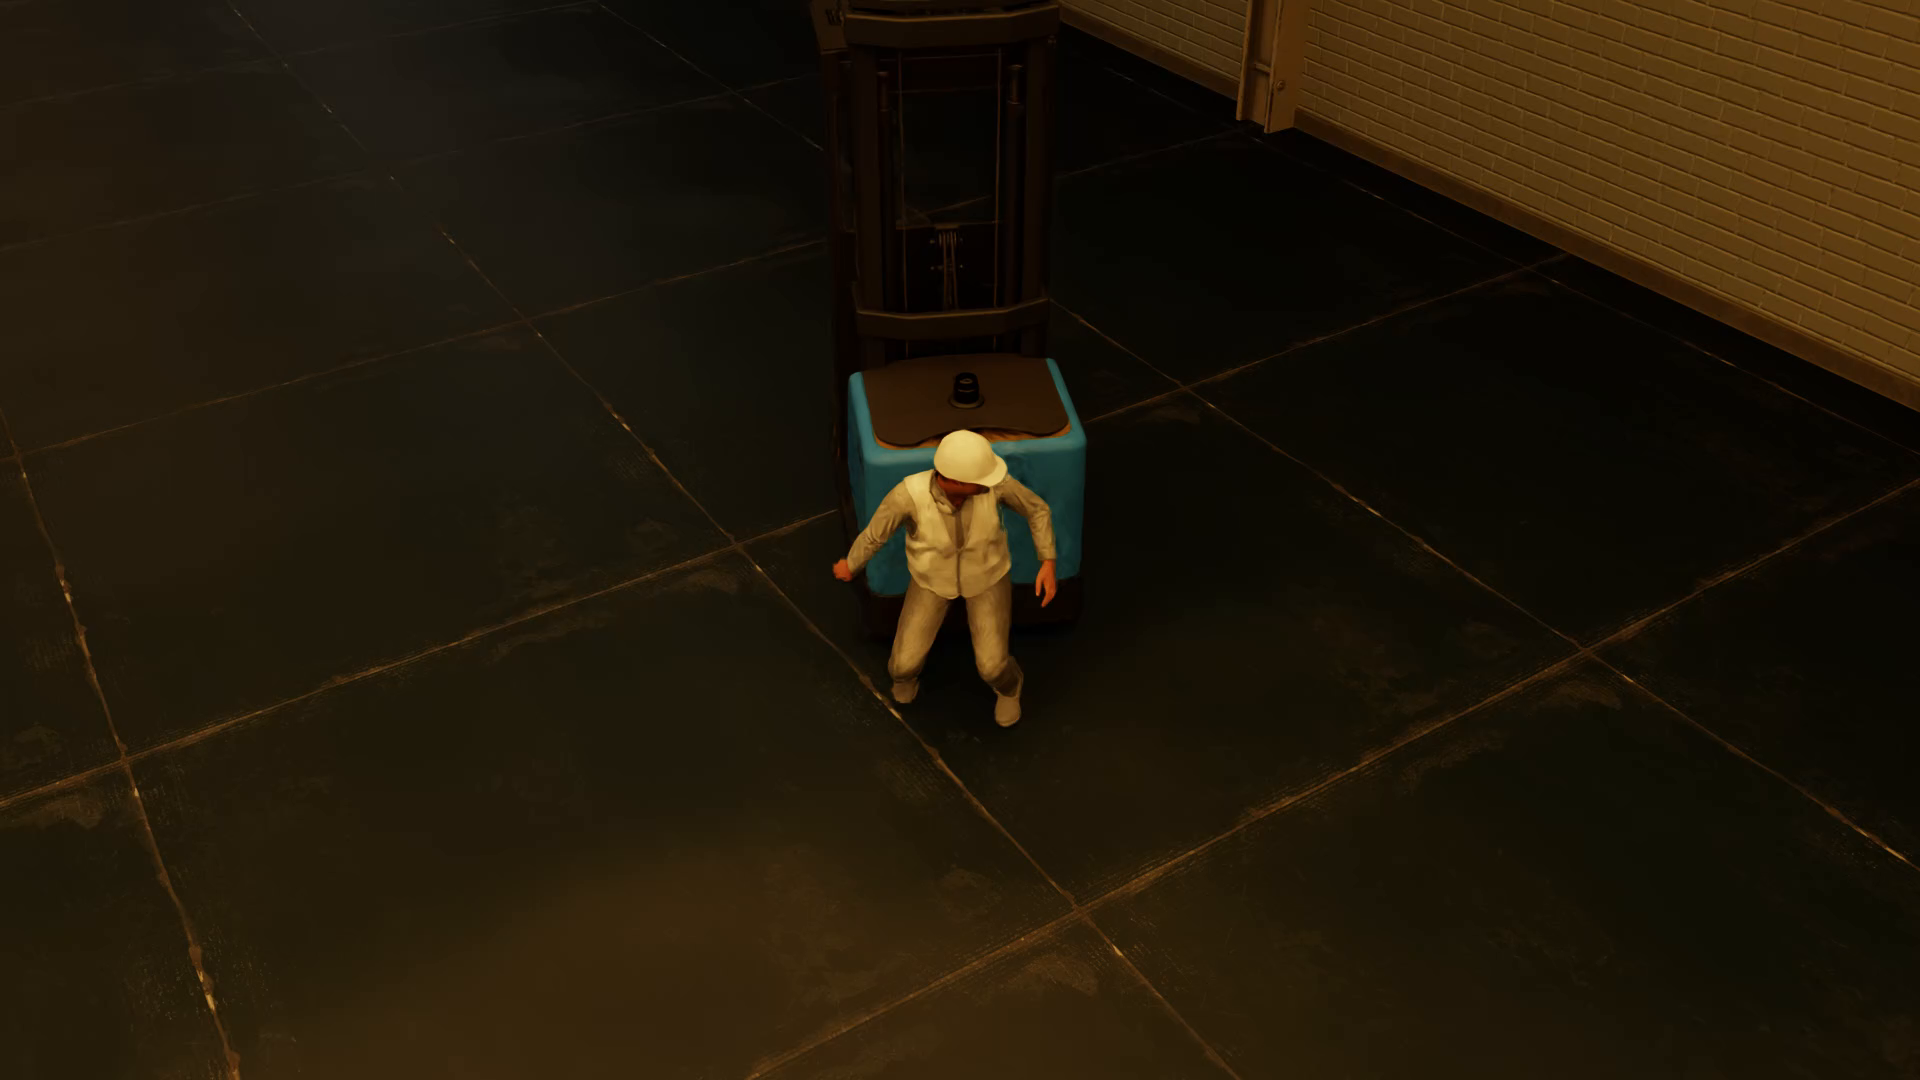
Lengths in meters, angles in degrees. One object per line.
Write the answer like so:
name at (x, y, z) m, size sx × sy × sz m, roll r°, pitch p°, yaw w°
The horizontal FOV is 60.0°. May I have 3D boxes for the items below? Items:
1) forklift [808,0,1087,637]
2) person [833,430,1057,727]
forklift at (-0.137, -1.575, 8.389) m, size 1.130 × 2.935 × 3.031 m, roll -5°, pitch 35°, yaw -7°
person at (-0.074, 0.168, 7.125) m, size 0.957 × 1.648 × 0.511 m, roll 0°, pitch 35°, yaw -1°
